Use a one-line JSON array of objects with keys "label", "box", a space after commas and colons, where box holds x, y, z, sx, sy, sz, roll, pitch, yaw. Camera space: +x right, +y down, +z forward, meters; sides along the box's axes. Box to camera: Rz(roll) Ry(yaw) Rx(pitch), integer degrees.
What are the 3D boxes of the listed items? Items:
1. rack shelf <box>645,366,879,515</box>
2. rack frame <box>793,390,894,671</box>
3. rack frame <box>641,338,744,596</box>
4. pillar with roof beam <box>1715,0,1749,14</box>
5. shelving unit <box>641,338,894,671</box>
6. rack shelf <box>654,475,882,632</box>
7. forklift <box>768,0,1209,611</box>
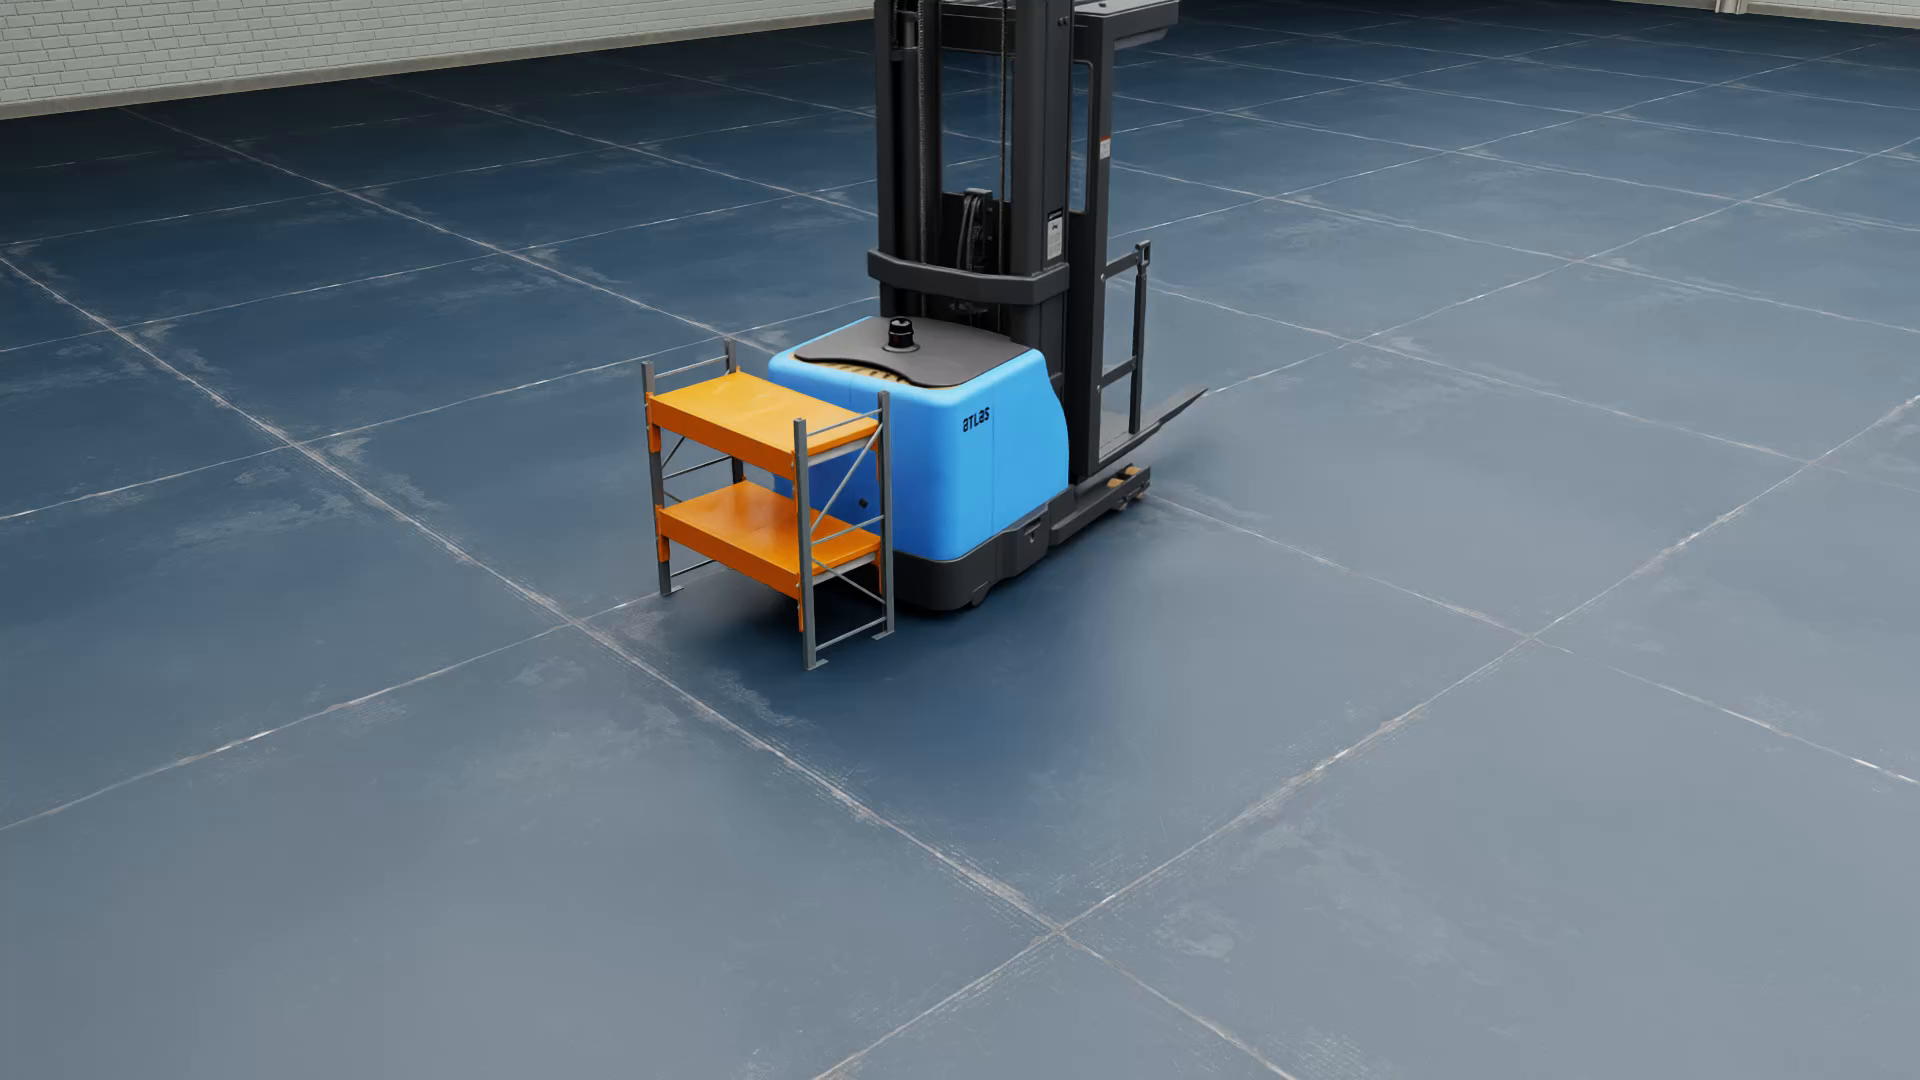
[{"label": "rack shelf", "box": [-0.839, -0.449, 7.173, 1.000, 0.278, 0.538, 22, 33, 40]}, {"label": "rack frame", "box": [-0.476, -0.035, 6.971, 0.032, 1.125, 0.500, 22, 33, 40]}, {"label": "rack frame", "box": [-1.202, -0.330, 7.619, 0.032, 1.125, 0.500, 22, 33, 40]}, {"label": "pillar with roof beam", "box": [9.410, -11.464, 22.538, 9.100, 9.000, 0.400, -21, 32, -38]}, {"label": "shelving unit", "box": [-0.839, -0.183, 7.295, 1.048, 1.125, 0.538, 22, 33, 40]}, {"label": "rack shelf", "box": [-0.839, 0.040, 7.396, 1.000, 0.278, 0.538, 22, 33, 40]}, {"label": "forklift", "box": [0.343, -1.581, 8.184, 1.130, 2.935, 3.031, 15, 29, 30]}]
